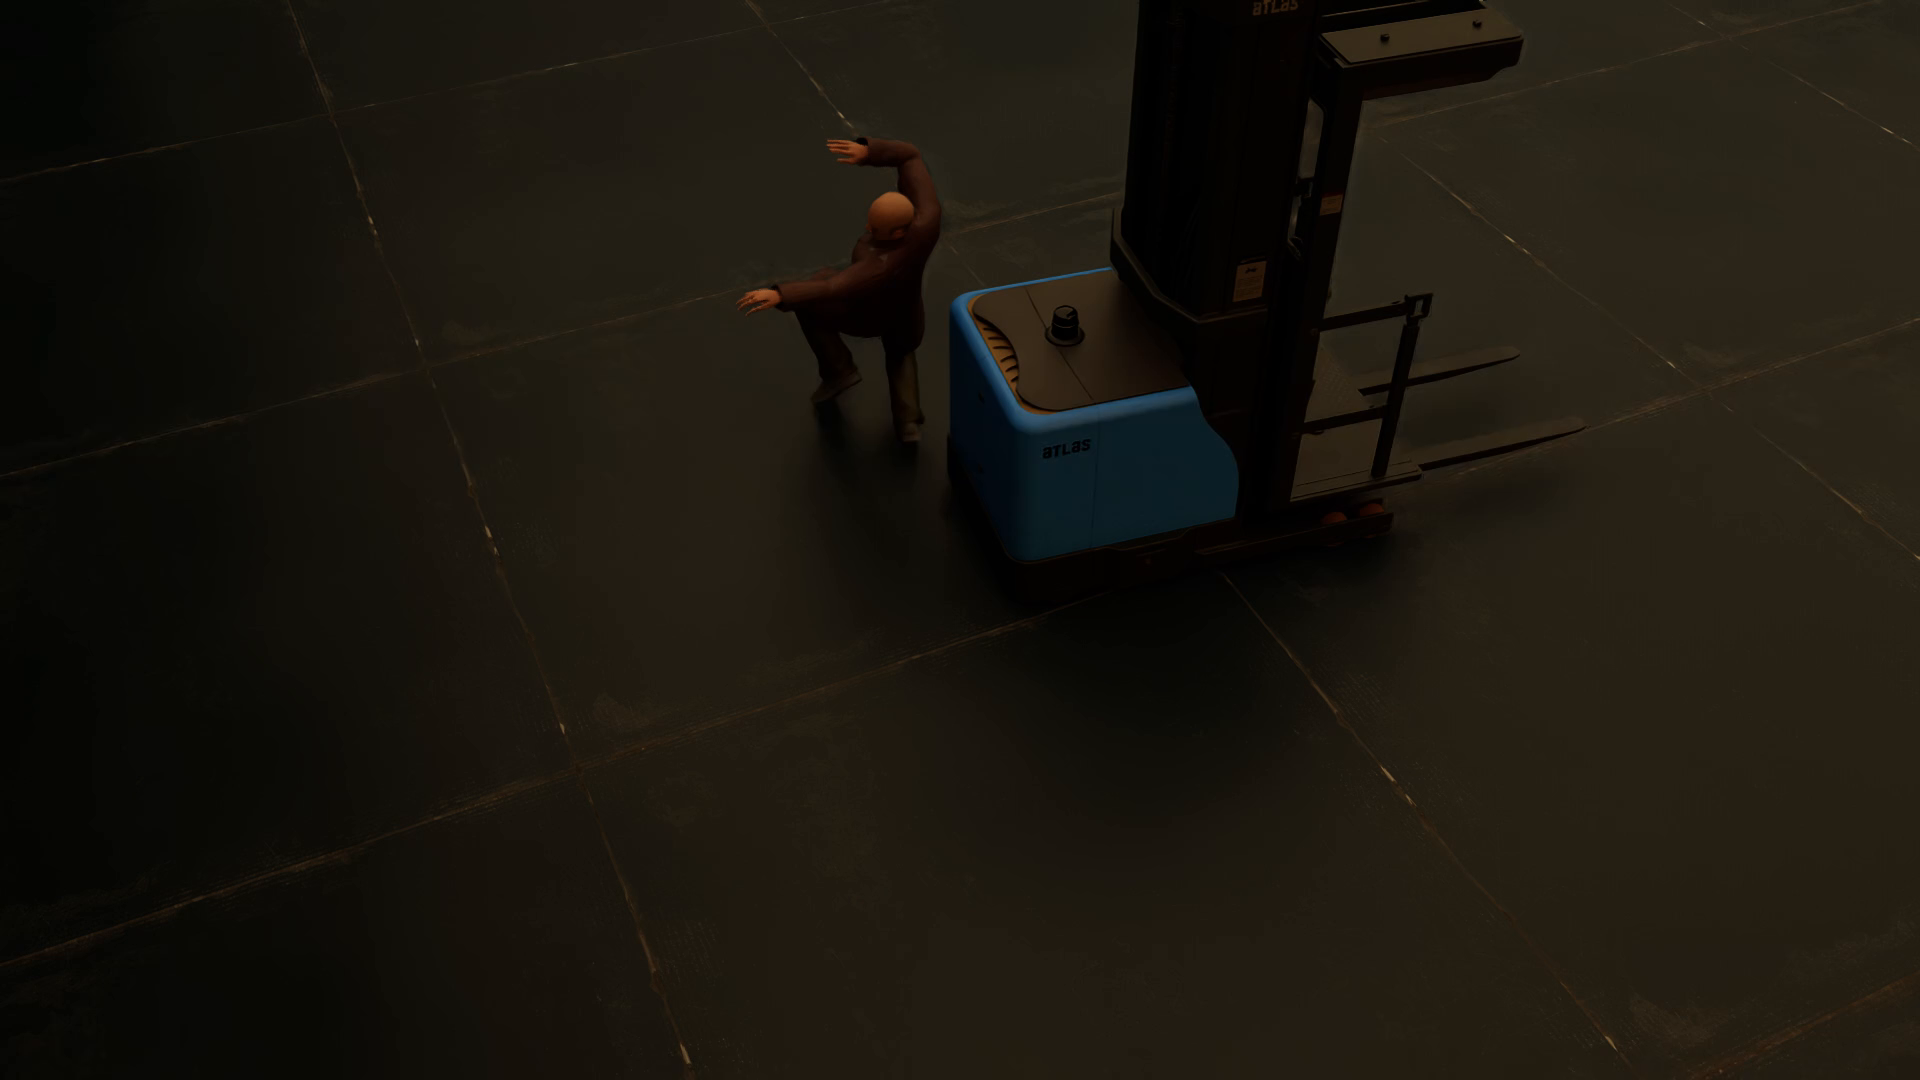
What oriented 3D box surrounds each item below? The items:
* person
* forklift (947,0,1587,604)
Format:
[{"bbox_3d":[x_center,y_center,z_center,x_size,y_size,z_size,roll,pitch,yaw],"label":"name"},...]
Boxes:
[{"bbox_3d":[-0.651,-1.111,7.870,1.170,1.639,0.892,-25,49,-24],"label":"person"},{"bbox_3d":[1.514,-1.373,7.151,3.031,2.935,1.130,-12,44,-13],"label":"forklift"}]
